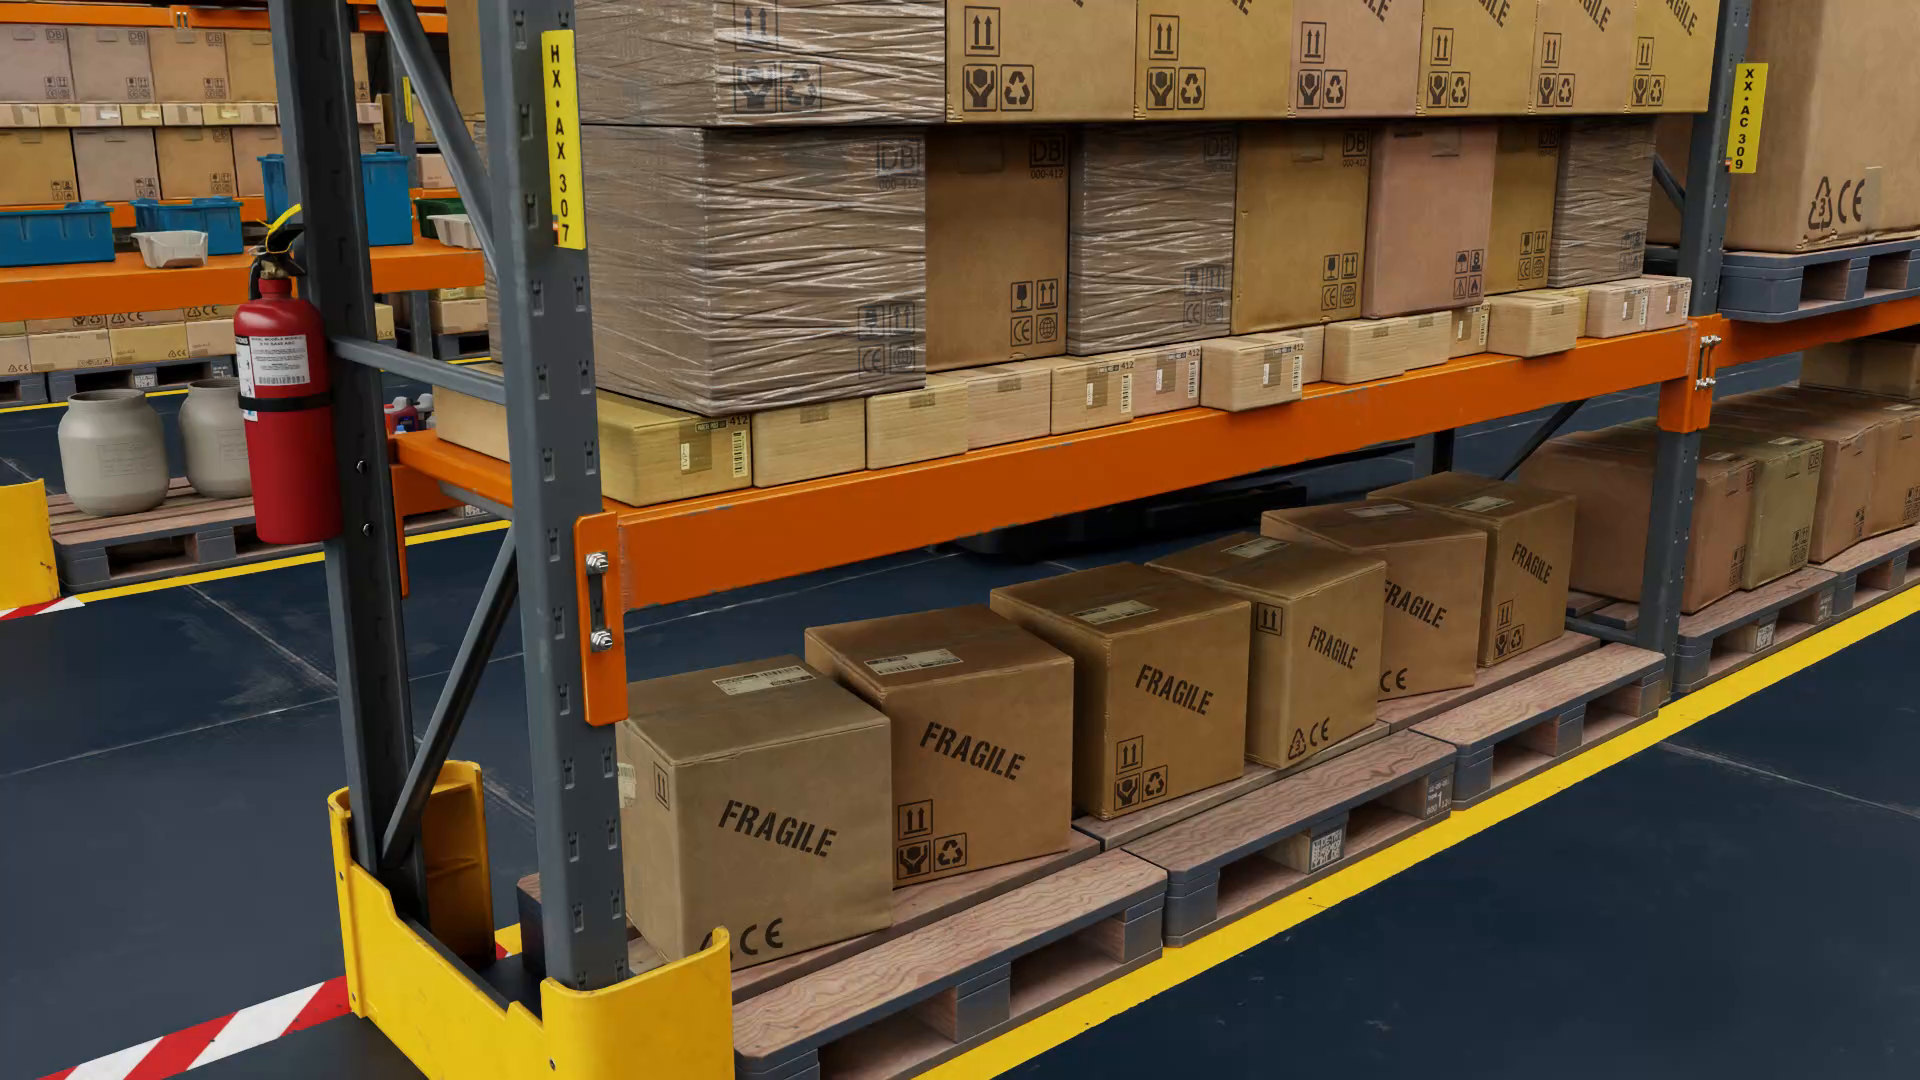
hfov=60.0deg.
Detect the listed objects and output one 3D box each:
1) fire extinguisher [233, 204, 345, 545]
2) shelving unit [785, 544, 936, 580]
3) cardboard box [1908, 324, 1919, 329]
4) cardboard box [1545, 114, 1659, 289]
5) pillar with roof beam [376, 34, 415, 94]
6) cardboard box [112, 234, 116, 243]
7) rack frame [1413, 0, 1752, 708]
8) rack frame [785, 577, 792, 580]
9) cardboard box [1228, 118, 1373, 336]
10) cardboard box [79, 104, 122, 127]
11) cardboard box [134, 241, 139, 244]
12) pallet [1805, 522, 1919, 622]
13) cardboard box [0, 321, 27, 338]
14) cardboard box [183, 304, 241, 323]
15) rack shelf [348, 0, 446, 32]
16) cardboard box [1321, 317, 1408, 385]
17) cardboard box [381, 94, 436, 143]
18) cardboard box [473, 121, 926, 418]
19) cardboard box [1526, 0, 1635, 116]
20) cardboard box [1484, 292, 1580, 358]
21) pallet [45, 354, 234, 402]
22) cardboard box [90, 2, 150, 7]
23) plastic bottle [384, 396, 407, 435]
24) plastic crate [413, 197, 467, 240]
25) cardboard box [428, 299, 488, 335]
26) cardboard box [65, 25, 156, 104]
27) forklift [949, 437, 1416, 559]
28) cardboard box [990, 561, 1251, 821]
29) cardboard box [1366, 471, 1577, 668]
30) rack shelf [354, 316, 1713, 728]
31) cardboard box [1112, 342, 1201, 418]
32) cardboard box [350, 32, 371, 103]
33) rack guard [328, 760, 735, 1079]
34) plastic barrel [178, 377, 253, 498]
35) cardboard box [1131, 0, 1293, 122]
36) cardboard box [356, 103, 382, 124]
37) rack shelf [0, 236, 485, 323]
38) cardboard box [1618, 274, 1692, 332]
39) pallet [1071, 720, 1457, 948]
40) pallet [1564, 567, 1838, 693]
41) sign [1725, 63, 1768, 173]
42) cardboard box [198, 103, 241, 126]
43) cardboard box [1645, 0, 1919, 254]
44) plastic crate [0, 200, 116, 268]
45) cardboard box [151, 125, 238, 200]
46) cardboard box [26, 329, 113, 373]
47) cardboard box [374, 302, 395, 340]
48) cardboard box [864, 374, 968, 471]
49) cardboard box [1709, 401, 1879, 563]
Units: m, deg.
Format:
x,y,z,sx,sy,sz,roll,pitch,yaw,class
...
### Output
x,y,z,sx,sy,sz,roll,pitch,yaw,class
-1.358,-0.336,3.345,0.183,0.674,0.296,-13,19,-39,fire extinguisher
-0.532,-0.652,7.283,0.755,1.500,0.431,-10,18,-32,shelving unit
4.580,-0.906,7.867,0.500,0.250,0.500,-12,19,-37,cardboard box
1.668,-1.108,5.317,0.500,0.500,0.875,-13,19,-39,cardboard box
-3.412,-6.559,14.870,0.400,9.000,9.100,-13,19,-39,pillar with roof beam
-8.463,-2.695,16.017,0.500,0.500,0.500,14,21,43,cardboard box
2.048,-0.980,5.608,0.127,3.000,1.000,-13,19,-39,rack frame
-0.839,-0.600,7.091,0.023,1.500,0.400,-10,18,-32,rack frame
0.552,-0.849,4.348,0.500,0.500,0.875,-13,19,-39,cardboard box
-5.872,-2.879,11.263,0.250,0.149,0.380,-12,19,-39,cardboard box
-5.762,-1.959,12.334,0.500,0.500,0.500,-13,19,-39,cardboard box
3.555,0.027,7.241,1.213,0.211,1.003,-13,19,-39,pallet
-6.543,-1.601,10.994,0.500,0.500,0.500,-13,19,-39,cardboard box
-5.418,-1.857,11.953,0.500,0.500,0.500,-13,19,-39,cardboard box
-2.943,-4.350,13.805,4.000,0.370,1.077,-13,19,-39,rack shelf
0.938,-0.514,4.349,0.250,0.149,0.380,-13,19,-39,cardboard box
-5.962,-4.515,17.794,0.500,0.500,0.700,-13,19,-39,cardboard box
-0.537,-0.583,3.349,0.500,0.500,0.875,-13,19,-39,cardboard box
1.513,-1.441,4.624,0.500,0.500,0.500,-13,19,-39,cardboard box
1.540,-0.630,4.784,0.250,0.149,0.380,-13,19,-39,cardboard box
-6.000,-1.228,11.939,1.213,0.211,1.003,-13,19,-39,pallet
-7.927,-5.246,15.534,0.500,0.500,0.500,-12,19,-38,cardboard box
-2.915,-0.598,8.600,0.135,0.276,0.152,-12,19,-39,plastic bottle
-2.413,-1.667,8.590,0.662,0.188,0.450,-13,19,-39,plastic crate
-3.985,-1.804,13.206,0.500,0.250,0.500,-13,20,-41,cardboard box
-5.918,-3.253,11.409,0.500,0.500,0.700,-13,19,-39,cardboard box
1.100,-1.601,8.063,3.031,2.935,1.130,-10,18,-32,forklift
0.426,0.389,4.511,0.500,0.500,0.500,-10,18,-34,cardboard box
1.720,0.084,5.652,0.500,0.500,0.500,-13,20,-41,cardboard box
0.539,-0.294,4.433,4.000,0.370,1.077,-13,19,-39,rack shelf
0.341,-0.396,3.908,0.250,0.149,0.380,-13,19,-39,cardboard box
-4.783,-3.508,12.364,0.500,0.500,0.700,-13,19,-39,cardboard box
-0.912,0.892,3.442,0.348,0.500,1.175,-13,19,-39,rack guard
-3.396,-0.479,7.739,0.421,0.512,0.421,0,15,0,plastic barrel
0.382,-1.186,3.671,0.500,0.500,0.500,-13,19,-39,cardboard box
-4.517,-3.184,12.405,0.250,0.149,0.380,-13,20,-39,cardboard box
-2.712,-1.258,8.042,4.000,0.370,1.077,-13,19,-39,rack shelf
2.079,-0.765,5.290,0.250,0.149,0.380,-13,19,-39,cardboard box
0.644,0.695,4.739,1.213,0.211,1.003,-13,19,-39,pallet
2.634,0.235,6.463,1.213,0.211,1.003,-13,19,-39,pallet
2.410,-1.294,5.106,0.005,0.325,0.100,-13,19,-39,sign
-5.285,-3.012,11.761,0.250,0.149,0.380,-13,20,-40,cardboard box
2.739,-1.581,5.878,1.000,1.000,1.000,-12,19,-39,cardboard box
-4.040,-1.338,7.236,0.616,0.251,0.499,-13,19,-39,plastic crate
-5.557,-2.707,11.877,0.500,0.500,0.700,-12,19,-39,cardboard box
-6.167,-1.324,11.409,0.500,0.250,0.500,-13,19,-39,cardboard box
-4.658,-1.663,12.678,0.500,0.250,0.500,-13,19,-39,cardboard box
-0.198,-0.261,3.403,0.250,0.149,0.380,-13,19,-39,cardboard box
3.319,-0.257,6.892,0.700,0.500,0.500,14,20,42,cardboard box
